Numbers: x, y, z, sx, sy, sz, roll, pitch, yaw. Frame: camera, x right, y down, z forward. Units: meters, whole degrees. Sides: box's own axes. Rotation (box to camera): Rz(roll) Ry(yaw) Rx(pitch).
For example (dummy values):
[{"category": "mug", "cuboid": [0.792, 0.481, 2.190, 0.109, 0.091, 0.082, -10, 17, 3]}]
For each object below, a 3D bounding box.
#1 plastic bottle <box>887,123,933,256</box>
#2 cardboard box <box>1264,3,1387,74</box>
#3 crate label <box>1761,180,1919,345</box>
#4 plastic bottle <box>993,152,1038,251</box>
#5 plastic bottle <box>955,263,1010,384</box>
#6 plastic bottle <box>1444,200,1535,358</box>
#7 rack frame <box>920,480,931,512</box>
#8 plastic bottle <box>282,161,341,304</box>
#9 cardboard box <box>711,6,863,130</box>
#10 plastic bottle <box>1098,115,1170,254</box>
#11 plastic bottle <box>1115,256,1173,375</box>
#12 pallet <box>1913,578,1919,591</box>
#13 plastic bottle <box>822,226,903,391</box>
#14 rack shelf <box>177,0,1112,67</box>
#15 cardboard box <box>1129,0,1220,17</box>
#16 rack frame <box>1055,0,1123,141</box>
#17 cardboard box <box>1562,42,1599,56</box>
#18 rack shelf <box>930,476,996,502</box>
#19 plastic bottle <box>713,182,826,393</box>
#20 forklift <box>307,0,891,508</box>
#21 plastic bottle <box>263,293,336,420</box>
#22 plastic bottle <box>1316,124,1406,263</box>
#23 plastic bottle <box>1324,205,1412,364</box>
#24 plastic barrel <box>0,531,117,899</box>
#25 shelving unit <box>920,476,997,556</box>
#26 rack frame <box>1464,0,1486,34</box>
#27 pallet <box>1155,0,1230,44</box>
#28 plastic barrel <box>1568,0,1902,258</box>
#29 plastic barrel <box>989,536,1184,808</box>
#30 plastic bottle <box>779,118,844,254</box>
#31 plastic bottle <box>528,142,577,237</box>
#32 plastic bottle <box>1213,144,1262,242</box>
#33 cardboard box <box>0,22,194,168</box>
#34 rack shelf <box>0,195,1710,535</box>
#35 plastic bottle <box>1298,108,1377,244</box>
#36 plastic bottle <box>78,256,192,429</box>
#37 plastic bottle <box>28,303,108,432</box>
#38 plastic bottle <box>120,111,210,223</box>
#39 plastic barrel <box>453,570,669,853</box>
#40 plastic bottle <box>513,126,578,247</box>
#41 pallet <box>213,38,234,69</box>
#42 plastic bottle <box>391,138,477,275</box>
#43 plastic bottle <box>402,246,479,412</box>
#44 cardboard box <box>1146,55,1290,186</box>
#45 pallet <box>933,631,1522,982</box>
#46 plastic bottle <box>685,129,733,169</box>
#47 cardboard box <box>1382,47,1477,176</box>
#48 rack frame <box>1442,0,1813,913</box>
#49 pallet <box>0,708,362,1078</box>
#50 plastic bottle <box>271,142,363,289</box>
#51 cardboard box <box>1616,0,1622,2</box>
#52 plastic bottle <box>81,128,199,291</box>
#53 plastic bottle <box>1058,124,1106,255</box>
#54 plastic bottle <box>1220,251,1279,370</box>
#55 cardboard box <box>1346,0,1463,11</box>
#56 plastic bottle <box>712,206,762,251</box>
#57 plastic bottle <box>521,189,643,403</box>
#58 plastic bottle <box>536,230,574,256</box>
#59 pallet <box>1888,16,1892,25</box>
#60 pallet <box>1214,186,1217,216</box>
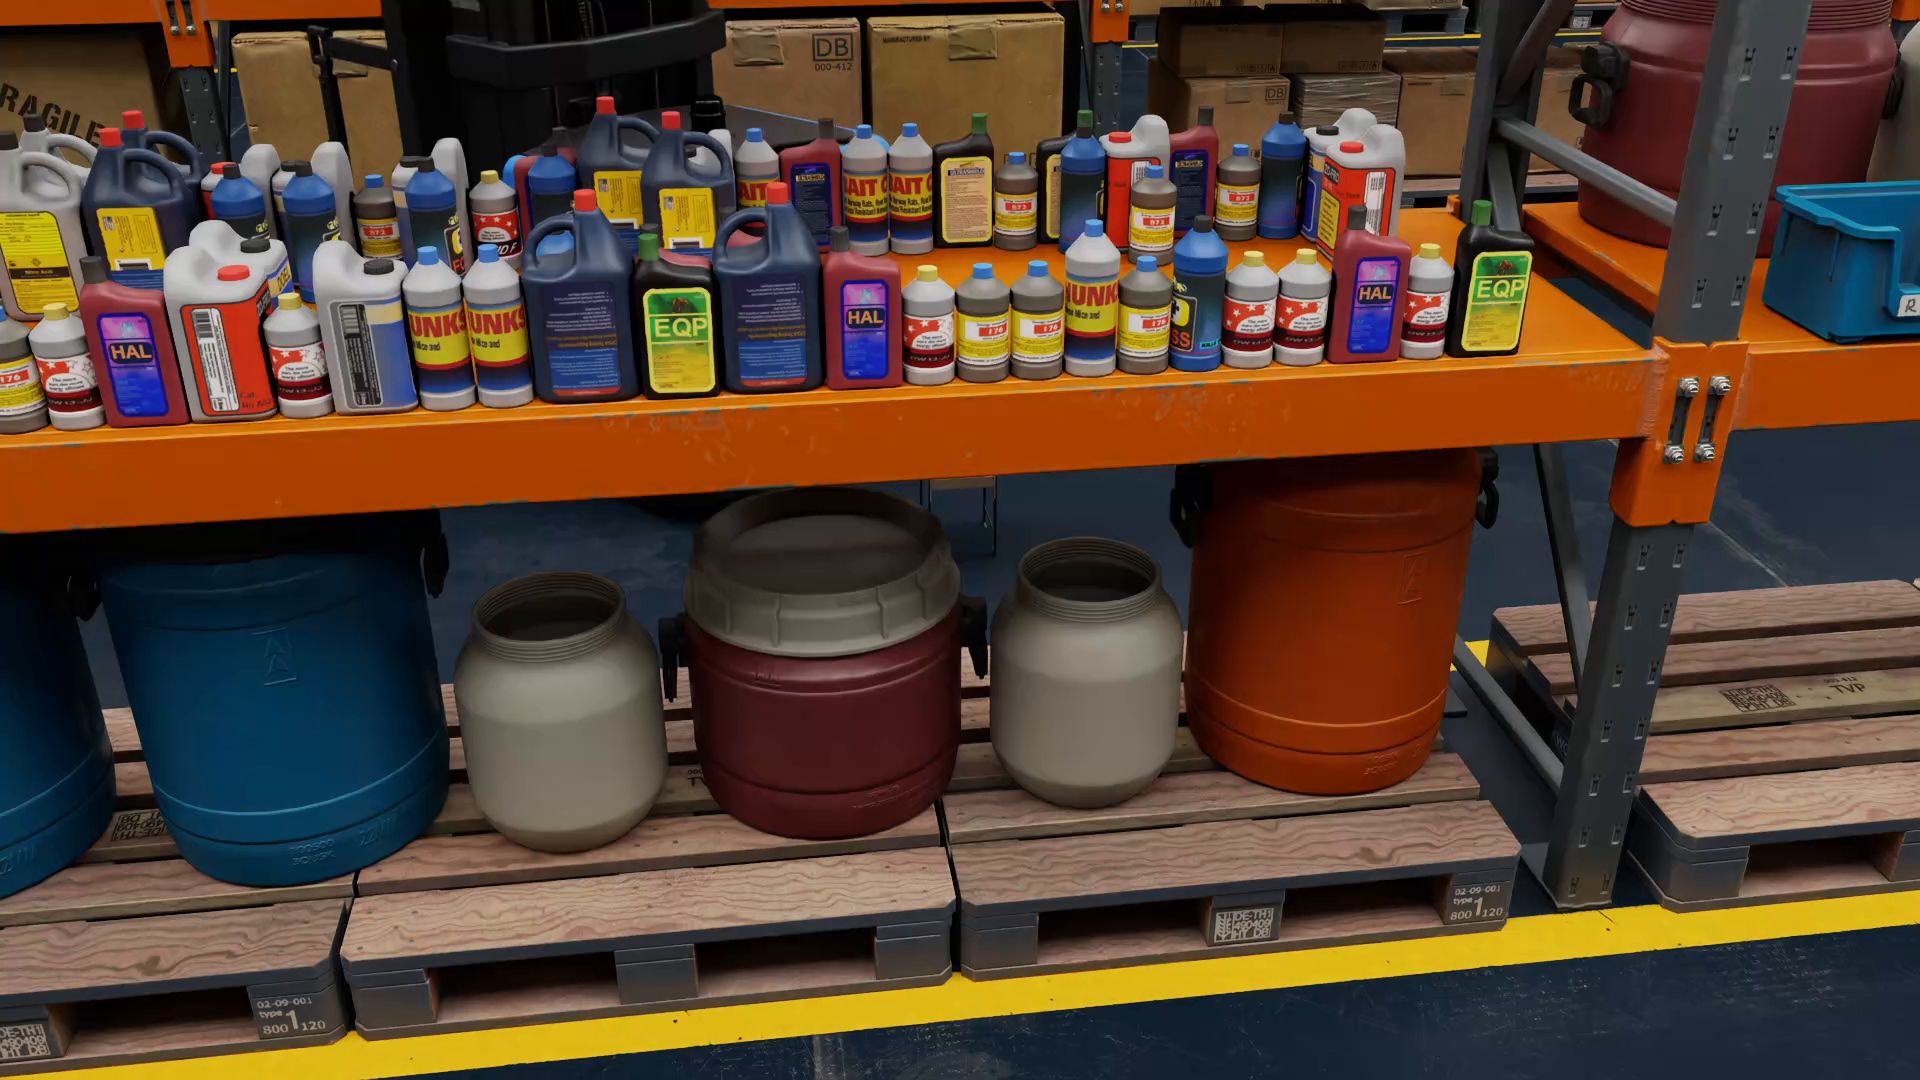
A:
[{"category": "plastic bottle", "cuboid": [-0.106, -0.759, 3.585, 0.097, 0.271, 0.097, 0, 27, 0]}, {"category": "cardboard box", "cuboid": [1.798, -2.496, 8.264, 0.500, 0.250, 0.500, -1, 27, -1]}, {"category": "crate label", "cuboid": [1.774, -0.528, 3.177, 0.416, 0.233, 0.303, -4, 27, -7]}, {"category": "plastic bottle", "cuboid": [0.122, -0.743, 3.629, 0.097, 0.201, 0.097, 0, 27, 0]}, {"category": "plastic bottle", "cuboid": [0.040, -0.388, 2.937, 0.097, 0.201, 0.097, 0, 27, 0]}, {"category": "plastic bottle", "cuboid": [0.963, -0.475, 3.018, 0.133, 0.283, 0.061, -4, 27, -7]}, {"category": "rack frame", "cuboid": [-0.109, -0.393, 5.031, 0.006, 0.900, 0.240, -4, 27, -7]}, {"category": "plastic bottle", "cuboid": [-1.281, -0.614, 3.301, 0.097, 0.271, 0.097, 0, 27, 0]}, {"category": "cardboard box", "cuboid": [-0.956, -2.138, 7.999, 0.875, 0.875, 1.225, -4, 27, -7]}, {"category": "plastic bottle", "cuboid": [0.373, -0.779, 3.619, 0.135, 0.276, 0.152, -4, 27, -7]}, {"category": "plastic bottle", "cuboid": [0.329, -0.406, 2.973, 0.097, 0.201, 0.097, 0, 27, 0]}, {"category": "pallet", "cuboid": [3.283, 0.387, 4.264, 1.213, 0.211, 1.003, -4, 27, -7]}, {"category": "plastic bottle", "cuboid": [-0.168, -0.402, 2.876, 0.133, 0.283, 0.061, -4, 27, -7]}, {"category": "rack shelf", "cuboid": [-1.366, -2.537, 7.697, 4.000, 0.370, 1.077, -4, 27, -7]}, {"category": "cardboard box", "cuboid": [1.504, -4.474, 12.688, 0.750, 0.750, 1.050, -3, 27, -6]}, {"category": "rack frame", "cuboid": [0.614, -2.984, 7.781, 0.127, 3.000, 1.000, -4, 27, -7]}, {"category": "cardboard box", "cuboid": [3.490, -2.271, 8.647, 0.500, 0.500, 0.700, -4, 27, -7]}, {"category": "rack shelf", "cuboid": [-0.008, -0.210, 5.141, 0.200, 0.077, 0.258, -4, 27, -7]}, {"category": "plastic bottle", "cuboid": [-0.332, -0.441, 2.878, 0.185, 0.351, 0.144, -4, 27, -7]}, {"category": "forklift", "cuboid": [-1.672, -1.944, 5.829, 3.031, 2.935, 1.130, 21, 34, 34]}, {"category": "plastic bottle", "cuboid": [-1.109, -0.314, 2.793, 0.097, 0.201, 0.097, 0, 27, 0]}, {"category": "plastic bottle", "cuboid": [0.852, -0.740, 3.542, 0.135, 0.276, 0.152, -4, 27, -7]}, {"category": "plastic bottle", "cuboid": [0.735, -0.460, 2.989, 0.133, 0.283, 0.061, -4, 27, -7]}, {"category": "plastic barrel", "cuboid": [-2.115, 0.229, 3.357, 0.708, 0.901, 0.600, -4, 27, -7]}, {"category": "shelving unit", "cuboid": [-0.008, -0.400, 5.044, 0.210, 0.900, 0.258, -4, 27, -7]}, {"category": "rack frame", "cuboid": [3.985, -5.488, 12.659, 0.127, 3.000, 1.000, -4, 27, -7]}, {"category": "pallet", "cuboid": [2.020, -4.085, 12.979, 1.213, 0.211, 1.003, -4, 27, -7]}, {"category": "plastic barrel", "cuboid": [1.722, -0.972, 3.710, 0.708, 0.536, 0.600, -4, 27, -7]}, {"category": "plastic barrel", "cuboid": [0.276, 0.290, 3.665, 0.421, 0.512, 0.421, 0, 27, 0]}, {"category": "plastic bottle", "cuboid": [-0.320, -0.759, 3.572, 0.133, 0.283, 0.061, -4, 27, -7]}, {"category": "plastic bottle", "cuboid": [-0.836, -0.684, 3.439, 0.097, 0.271, 0.097, 0, 27, 0]}, {"category": "plastic bottle", "cuboid": [0.616, -0.774, 3.691, 0.097, 0.201, 0.097, 0, 27, 0]}, {"category": "cardboard box", "cuboid": [-4.011, -1.966, 7.663, 0.875, 0.875, 0.875, -4, 27, -7]}, {"category": "rack shelf", "cuboid": [-0.676, -0.298, 3.333, 4.000, 0.370, 1.077, -4, 27, -7]}, {"category": "plastic bottle", "cuboid": [0.831, -0.809, 3.676, 0.135, 0.276, 0.152, -4, 27, -7]}, {"category": "plastic bottle", "cuboid": [-1.354, -0.326, 2.727, 0.133, 0.283, 0.061, -4, 27, -7]}, {"category": "plastic bottle", "cuboid": [-1.471, -0.290, 2.748, 0.097, 0.201, 0.097, 0, 27, 0]}, {"category": "plastic bottle", "cuboid": [-1.609, -0.687, 3.358, 0.185, 0.351, 0.144, -4, 27, -7]}, {"category": "plastic barrel", "cuboid": [-0.843, 0.362, 3.525, 0.421, 0.512, 0.421, 0, 27, 0]}, {"category": "plastic bottle", "cuboid": [-0.864, -0.724, 3.504, 0.133, 0.283, 0.061, -4, 27, -7]}, {"category": "pallet", "cuboid": [-5.808, -3.600, 12.035, 1.213, 0.211, 1.003, -4, 27, -7]}, {"category": "plastic bottle", "cuboid": [-1.087, -0.686, 3.436, 0.135, 0.276, 0.152, -4, 27, -7]}, {"category": "plastic bottle", "cuboid": [-0.880, -0.360, 2.806, 0.097, 0.271, 0.097, 0, 27, 0]}, {"category": "cardboard box", "cuboid": [1.275, -2.120, 8.352, 0.500, 0.500, 0.700, -5, 28, -10]}, {"category": "pallet", "cuboid": [0.530, 0.564, 3.919, 1.213, 0.211, 1.003, -4, 27, -7]}, {"category": "plastic bottle", "cuboid": [-0.542, -0.721, 3.505, 0.135, 0.276, 0.152, -4, 27, -7]}, {"category": "cardboard box", "cuboid": [2.383, -2.200, 8.508, 0.500, 0.500, 0.700, -1, 27, -3]}, {"category": "rack frame", "cuboid": [1.305, -0.745, 3.417, 0.127, 3.000, 1.000, -4, 27, -7]}, {"category": "pallet", "cuboid": [-1.887, 0.719, 3.617, 1.213, 0.211, 1.003, -4, 27, -7]}, {"category": "plastic bottle", "cuboid": [-1.317, -0.671, 3.408, 0.135, 0.276, 0.152, -4, 27, -7]}, {"category": "cardboard box", "cuboid": [5.509, -4.796, 13.180, 0.875, 0.875, 0.875, -3, 27, -7]}, {"category": "plastic bottle", "cuboid": [-1.589, -0.622, 3.231, 0.185, 0.351, 0.144, -4, 27, -7]}, {"category": "plastic bottle", "cuboid": [0.263, -0.755, 3.576, 0.097, 0.271, 0.097, 0, 27, 0]}, {"category": "plastic bottle", "cuboid": [0.522, -0.418, 2.997, 0.097, 0.201, 0.097, 0, 27, 0]}, {"category": "cardboard box", "cuboid": [3.382, -4.593, 12.920, 0.750, 0.750, 1.050, -4, 27, -7]}, {"category": "plastic bottle", "cuboid": [-0.372, -0.456, 2.980, 0.133, 0.283, 0.061, -4, 27, -7]}, {"category": "plastic bottle", "cuboid": [-0.647, -0.421, 2.838, 0.185, 0.351, 0.144, -4, 27, -7]}, {"category": "plastic bottle", "cuboid": [-0.707, -0.437, 2.957, 0.097, 0.271, 0.097, 0, 27, 0]}, {"category": "pallet", "cuboid": [7.165, -4.415, 13.623, 1.213, 0.211, 1.003, -4, 27, -7]}, {"category": "pallet", "cuboid": [1.389, -1.793, 8.513, 1.213, 0.211, 1.003, -4, 27, -7]}]
